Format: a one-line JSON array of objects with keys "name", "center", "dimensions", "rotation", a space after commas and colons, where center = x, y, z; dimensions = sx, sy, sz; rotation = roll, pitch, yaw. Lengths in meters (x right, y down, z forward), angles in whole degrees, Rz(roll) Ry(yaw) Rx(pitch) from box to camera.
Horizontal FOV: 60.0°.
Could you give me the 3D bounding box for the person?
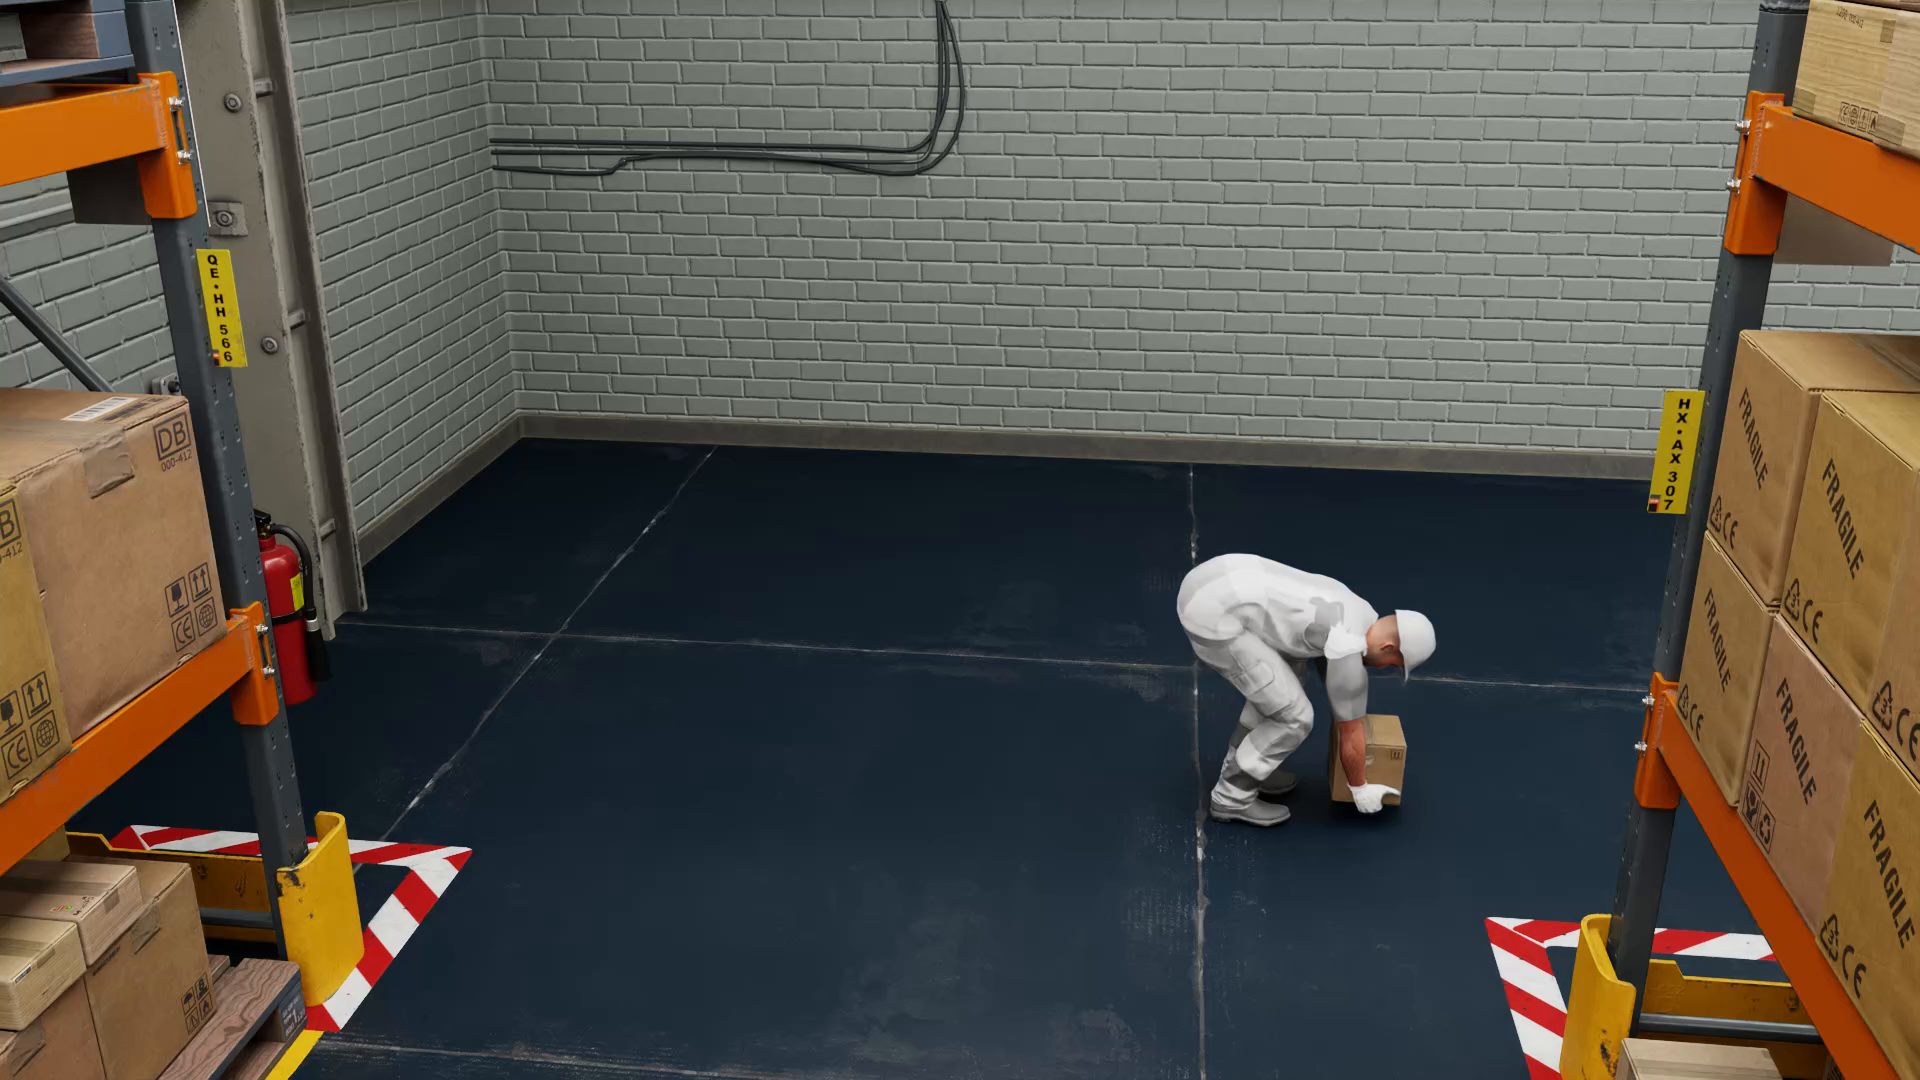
[{"name": "person", "center": [1.274, 0.549, 6.214], "dimensions": [0.950, 0.997, 0.519], "rotation": [1, 21, 4]}]
